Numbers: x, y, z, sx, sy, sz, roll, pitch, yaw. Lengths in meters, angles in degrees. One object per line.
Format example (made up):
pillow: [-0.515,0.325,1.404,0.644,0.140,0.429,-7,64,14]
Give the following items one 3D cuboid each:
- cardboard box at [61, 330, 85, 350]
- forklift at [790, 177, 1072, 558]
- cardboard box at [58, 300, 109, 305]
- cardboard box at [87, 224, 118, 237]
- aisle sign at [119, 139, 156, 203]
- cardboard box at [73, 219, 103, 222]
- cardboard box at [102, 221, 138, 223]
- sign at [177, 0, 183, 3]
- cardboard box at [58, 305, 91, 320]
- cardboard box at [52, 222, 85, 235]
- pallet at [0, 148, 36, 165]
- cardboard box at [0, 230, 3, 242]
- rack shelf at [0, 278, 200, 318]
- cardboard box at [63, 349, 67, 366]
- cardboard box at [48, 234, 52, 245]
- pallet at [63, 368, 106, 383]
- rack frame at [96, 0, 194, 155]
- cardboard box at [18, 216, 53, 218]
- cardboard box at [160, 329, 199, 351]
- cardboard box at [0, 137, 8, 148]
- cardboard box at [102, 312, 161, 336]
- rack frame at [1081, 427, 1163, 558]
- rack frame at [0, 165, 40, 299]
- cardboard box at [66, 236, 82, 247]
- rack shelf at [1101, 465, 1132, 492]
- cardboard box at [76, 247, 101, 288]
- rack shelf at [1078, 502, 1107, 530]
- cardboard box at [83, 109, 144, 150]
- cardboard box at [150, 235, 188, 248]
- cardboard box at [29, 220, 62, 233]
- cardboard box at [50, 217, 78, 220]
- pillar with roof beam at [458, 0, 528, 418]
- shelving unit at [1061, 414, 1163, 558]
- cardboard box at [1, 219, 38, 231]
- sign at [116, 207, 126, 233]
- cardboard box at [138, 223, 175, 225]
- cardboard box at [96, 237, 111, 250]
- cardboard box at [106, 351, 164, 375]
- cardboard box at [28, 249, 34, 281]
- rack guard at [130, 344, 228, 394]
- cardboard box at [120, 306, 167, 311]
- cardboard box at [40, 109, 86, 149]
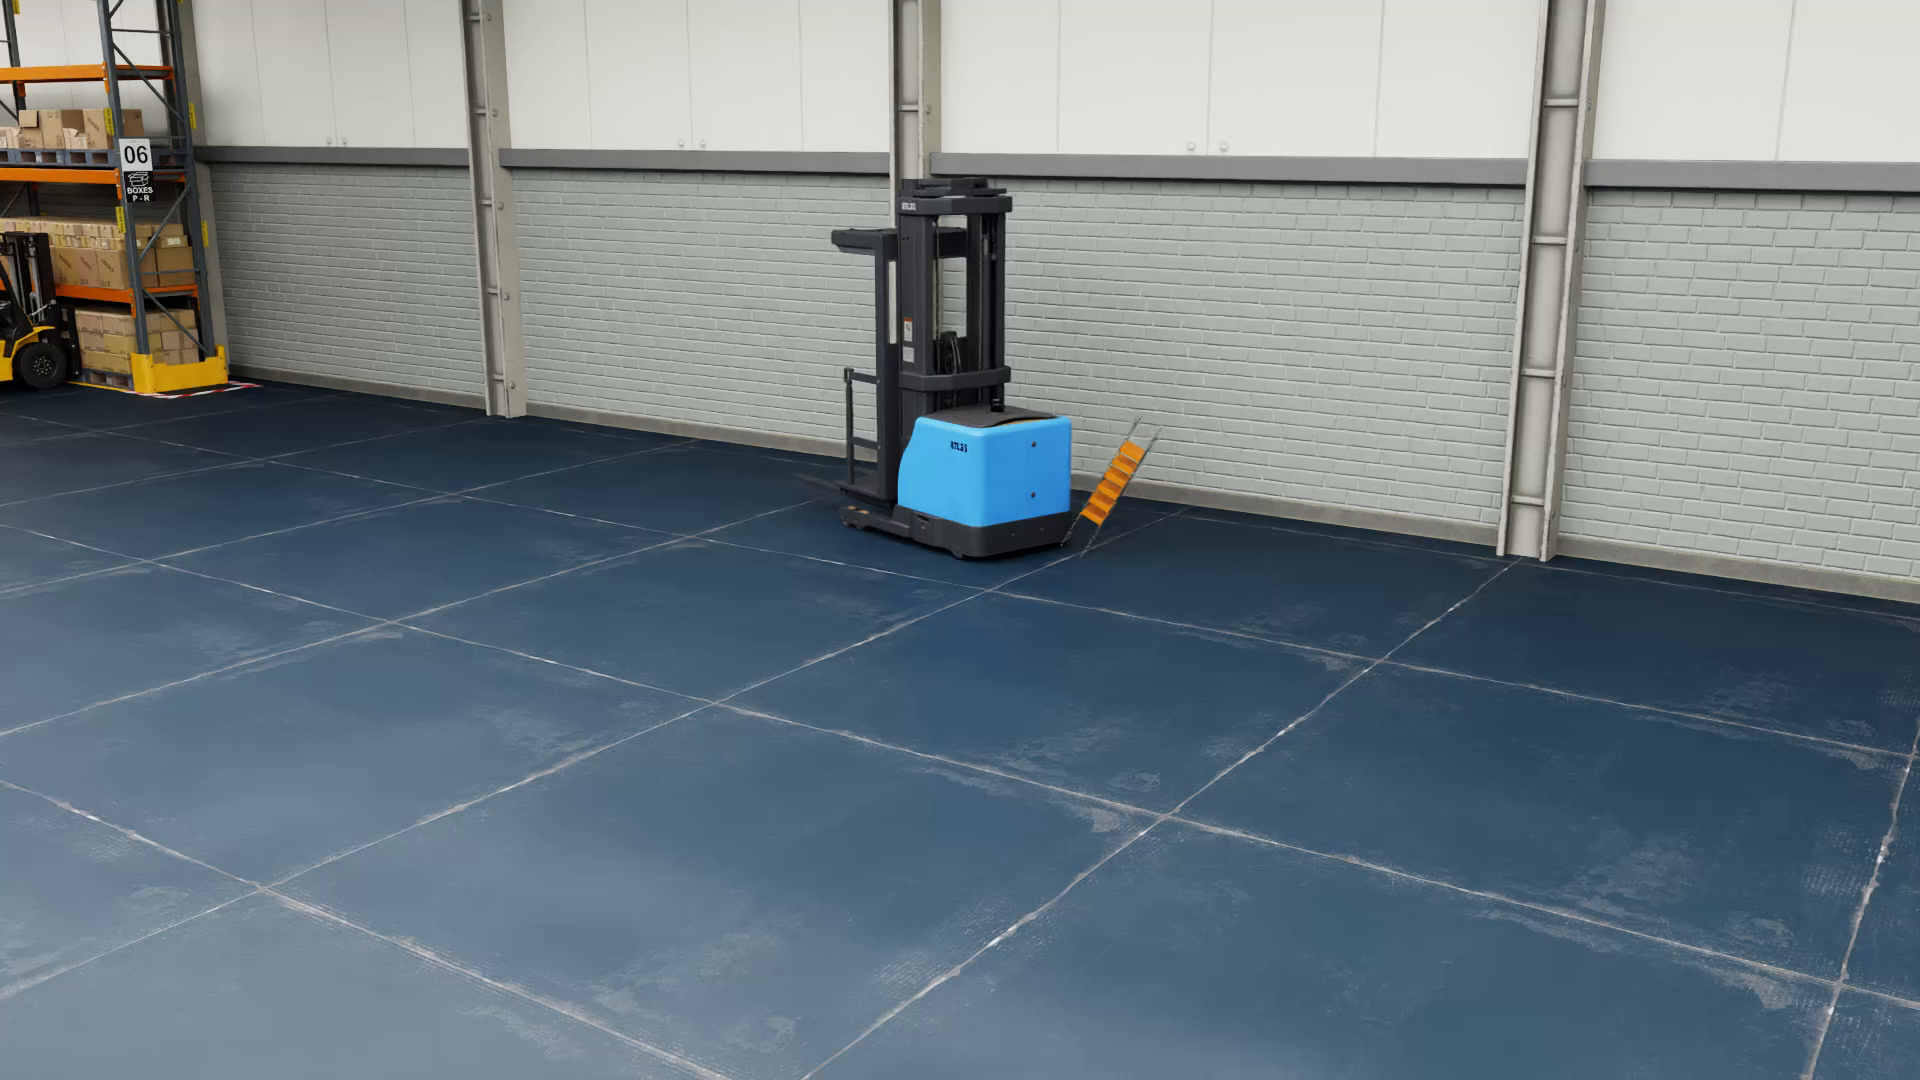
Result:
cardboard box: [-11.737,-2.732,22.426,0.500,0.250,0.500,9,16,32]
forklift: [-0.383,-1.575,14.088,1.130,2.935,3.031,-10,17,-36]
cardboard box: [-12.270,-3.211,23.320,0.500,0.250,0.500,9,17,33]
cardboard box: [-11.177,-4.053,21.778,0.250,0.149,0.380,10,17,34]
aisle sign: [-10.417,-4.678,21.066,0.004,0.787,0.394,9,17,33]
cardboard box: [-11.956,-4.326,22.881,0.250,0.149,0.380,10,17,34]
cardboard box: [-11.322,-4.219,22.449,0.250,0.149,0.380,10,17,35]
sign: [-9.993,-7.035,21.242,0.005,0.325,0.100,9,17,33]
cardboard box: [-12.132,-3.040,22.627,0.500,0.250,0.500,9,16,32]
cardboard box: [-11.838,-4.148,22.160,0.250,0.149,0.380,10,17,34]
pallet: [-12.905,-5.323,23.027,1.213,0.211,1.003,9,17,33]
cardboard box: [-13.294,-4.253,23.204,0.250,0.149,0.380,10,17,34]
rack shelf: [-11.968,-3.402,22.821,4.000,0.370,1.077,9,17,33]
cardboard box: [-12.135,-2.555,22.750,0.500,0.250,0.500,10,17,35]
cardboard box: [-12.238,-4.076,22.490,0.250,0.149,0.380,9,16,32]
pallet: [-11.974,-2.387,23.028,1.213,0.211,1.003,9,17,33]
rack frame: [-10.308,-6.395,20.930,0.127,3.000,1.000,9,17,33]
cardboard box: [-13.194,-4.545,23.763,0.250,0.149,0.380,9,17,33]
cardboard box: [-10.582,-2.699,22.293,0.500,0.250,0.500,10,17,34]
cardboard box: [-12.787,-5.382,22.521,0.250,0.149,0.380,10,17,34]
cardboard box: [-10.864,-2.837,21.809,0.500,0.250,0.500,10,17,35]
rack frame: [1.275,-0.373,13.137,0.006,1.200,0.240,32,20,7]
rack frame: [-13.627,-4.019,23.818,0.127,3.000,1.000,9,17,33]
cardboard box: [-11.609,-3.974,22.078,0.250,0.149,0.380,9,16,31]
rack shelf: [1.234,-0.483,13.122,0.180,0.103,0.258,32,20,7]
cardboard box: [-11.288,-3.617,21.983,0.500,0.500,0.500,10,17,35]
rack shelf: [1.065,-0.190,13.246,0.180,0.103,0.258,32,20,7]
cardboard box: [-10.811,-5.251,21.260,0.500,0.500,0.500,10,17,35]
cardboard box: [-10.445,-3.944,21.954,0.250,0.149,0.380,9,16,31]
cardboard box: [-12.415,-4.268,22.647,0.250,0.149,0.380,9,17,33]
cardboard box: [-12.539,-4.449,23.376,0.250,0.149,0.380,9,16,32]
pillar with roof beam: [-7.807,-5.005,15.315,0.400,9.000,9.100,9,17,33]
shelving unit: [1.198,-0.421,13.148,0.189,1.200,0.258,32,20,7]
cardboard box: [-13.044,-4.376,23.081,0.250,0.149,0.380,9,16,32]
sign: [-10.622,-4.054,21.054,0.005,0.325,0.100,9,17,33]
cardboard box: [-10.653,-4.127,22.074,0.250,0.149,0.380,10,17,35]
cardboard box: [-10.981,-3.865,21.638,0.250,0.149,0.380,9,17,34]
cardboard box: [-10.874,-2.352,21.931,0.500,0.250,0.500,9,17,33]
cardboard box: [-12.542,-3.822,22.813,0.500,0.500,0.500,9,17,32]
rack guard: [-10.288,-2.266,21.938,0.348,0.500,1.175,9,17,33]
cardboard box: [-11.018,-3.006,22.491,0.500,0.250,0.500,9,17,33]
cardboard box: [-11.605,-5.408,21.895,0.500,0.500,0.700,9,17,33]
